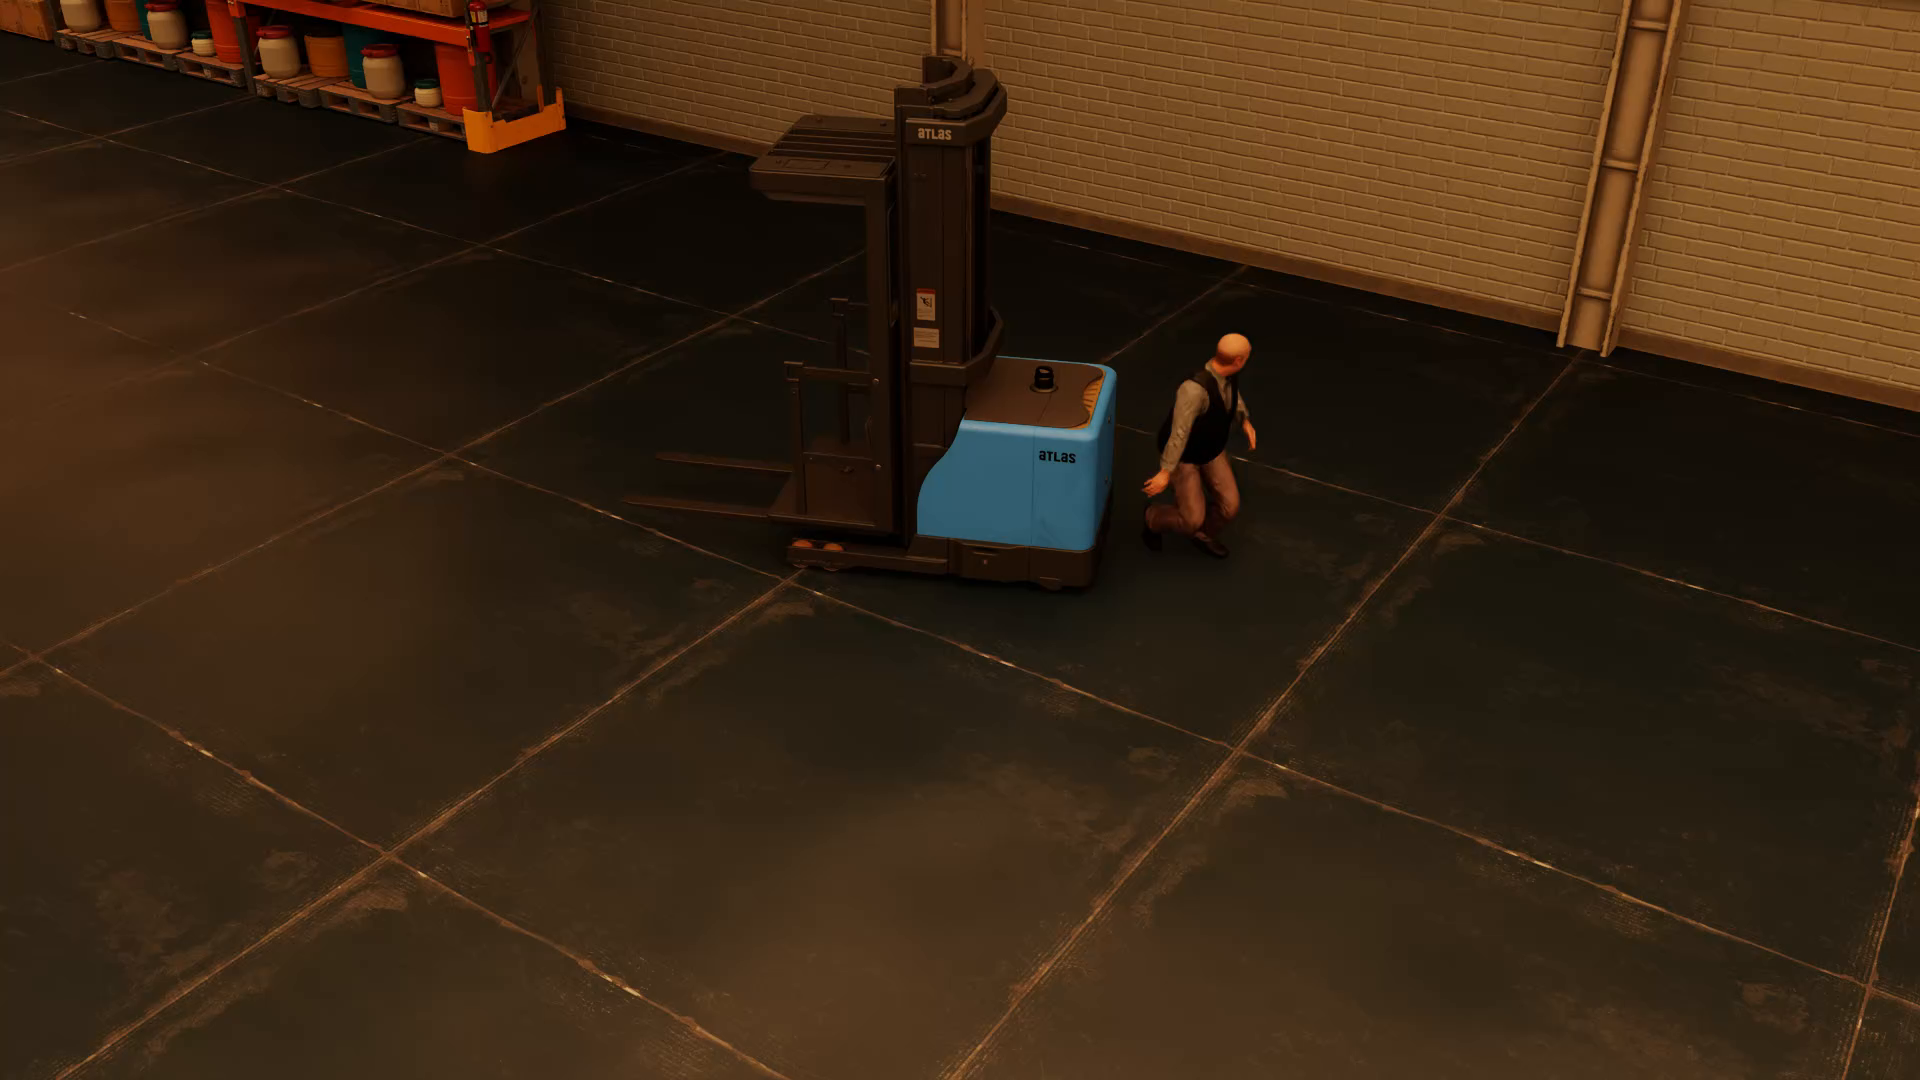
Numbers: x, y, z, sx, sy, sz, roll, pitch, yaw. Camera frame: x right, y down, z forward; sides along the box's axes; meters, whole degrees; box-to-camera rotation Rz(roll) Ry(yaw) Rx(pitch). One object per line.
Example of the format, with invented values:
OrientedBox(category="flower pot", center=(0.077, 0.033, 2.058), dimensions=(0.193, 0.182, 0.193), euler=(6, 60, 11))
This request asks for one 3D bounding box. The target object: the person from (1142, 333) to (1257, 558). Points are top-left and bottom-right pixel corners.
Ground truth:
OrientedBox(category="person", center=(1.391, -0.545, 9.955), dimensions=(0.883, 1.540, 0.584), euler=(-23, 37, -34))

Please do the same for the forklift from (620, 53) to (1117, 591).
OrientedBox(category="forklift", center=(-0.596, -1.330, 9.871), dimensions=(3.031, 2.935, 1.130), euler=(6, 31, 10))
